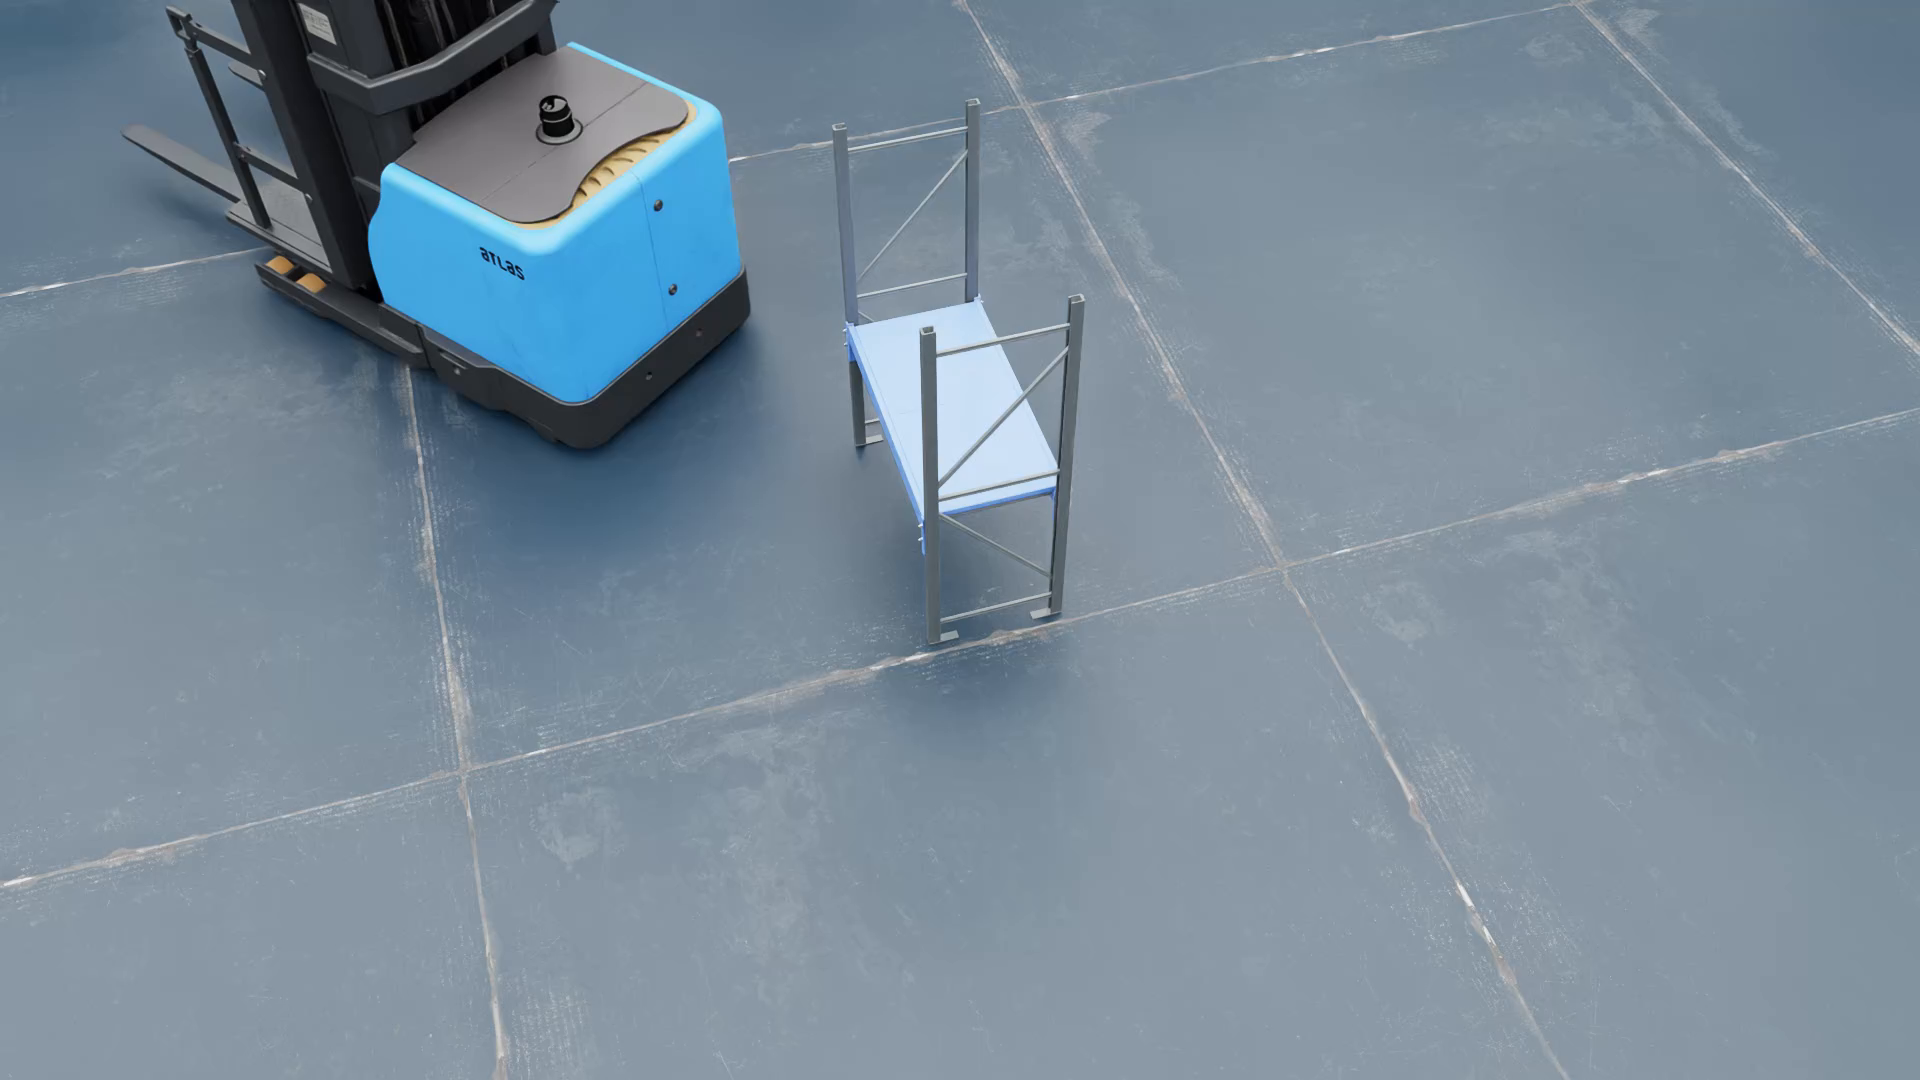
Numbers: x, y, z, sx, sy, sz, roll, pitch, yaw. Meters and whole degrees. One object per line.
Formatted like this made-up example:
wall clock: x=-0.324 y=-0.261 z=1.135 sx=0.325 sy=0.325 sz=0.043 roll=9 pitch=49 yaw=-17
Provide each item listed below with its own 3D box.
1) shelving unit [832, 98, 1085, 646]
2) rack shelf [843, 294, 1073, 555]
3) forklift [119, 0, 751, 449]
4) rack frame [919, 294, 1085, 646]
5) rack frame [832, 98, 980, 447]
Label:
shelving unit: x=-0.025 y=-0.546 z=5.729 sx=0.538 sy=1.500 sz=1.048 roll=-13 pitch=51 yaw=-11
rack shelf: x=-0.025 y=-0.430 z=5.867 sx=0.538 sy=0.185 sz=1.000 roll=-13 pitch=51 yaw=-11
forklift: x=-2.377 y=-2.211 z=6.197 sx=3.031 sy=2.935 sz=1.130 roll=28 pitch=55 yaw=22
rack frame: x=0.125 y=-0.174 z=5.416 sx=0.500 sy=1.500 sz=0.032 roll=-13 pitch=51 yaw=-11
rack frame: x=-0.176 y=-0.917 z=6.042 sx=0.500 sy=1.500 sz=0.032 roll=-13 pitch=51 yaw=-11
